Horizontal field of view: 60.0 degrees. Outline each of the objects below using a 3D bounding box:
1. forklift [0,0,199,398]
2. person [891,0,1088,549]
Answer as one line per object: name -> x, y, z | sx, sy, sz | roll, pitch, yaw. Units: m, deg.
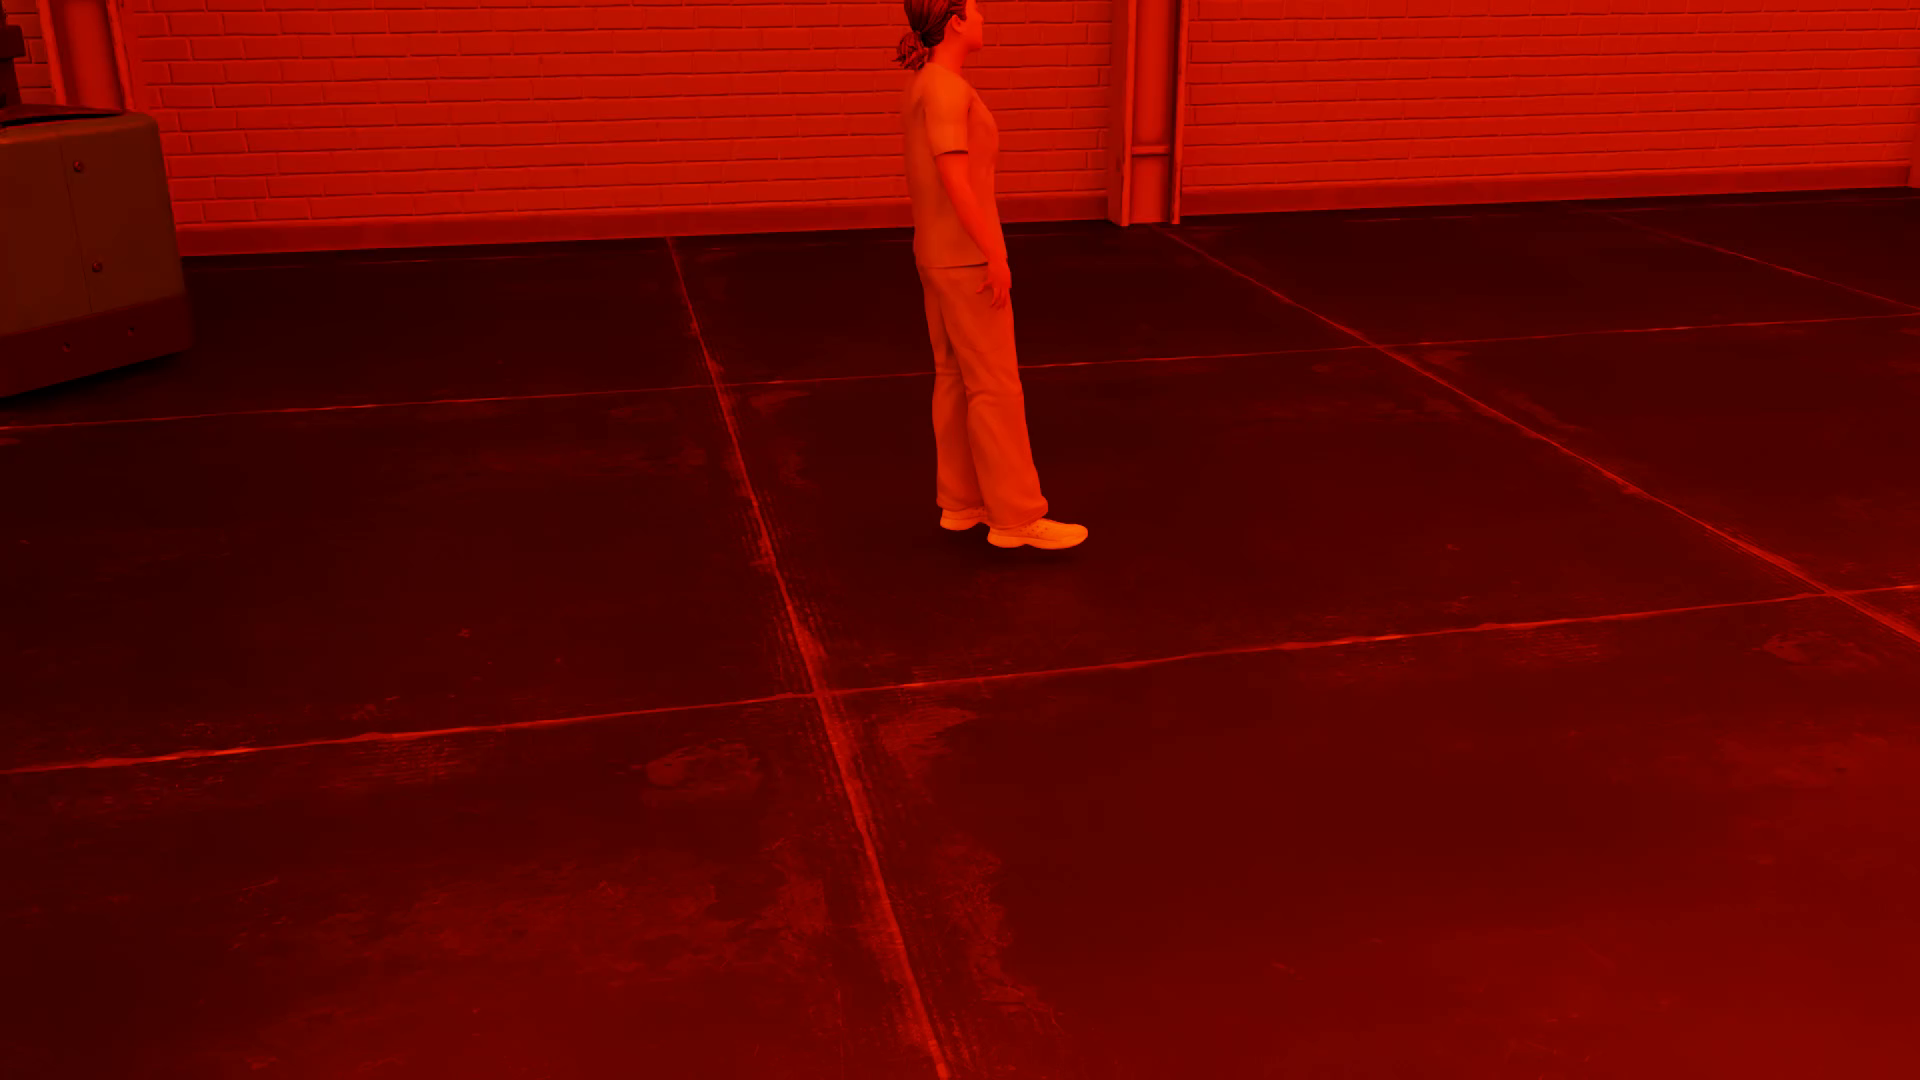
forklift -> -4.913, -2.252, 7.084 | 3.031, 2.935, 1.130 | 10, 23, 25
person -> 0.074, -0.828, 4.985 | 0.549, 1.675, 0.549 | -5, 21, -12
